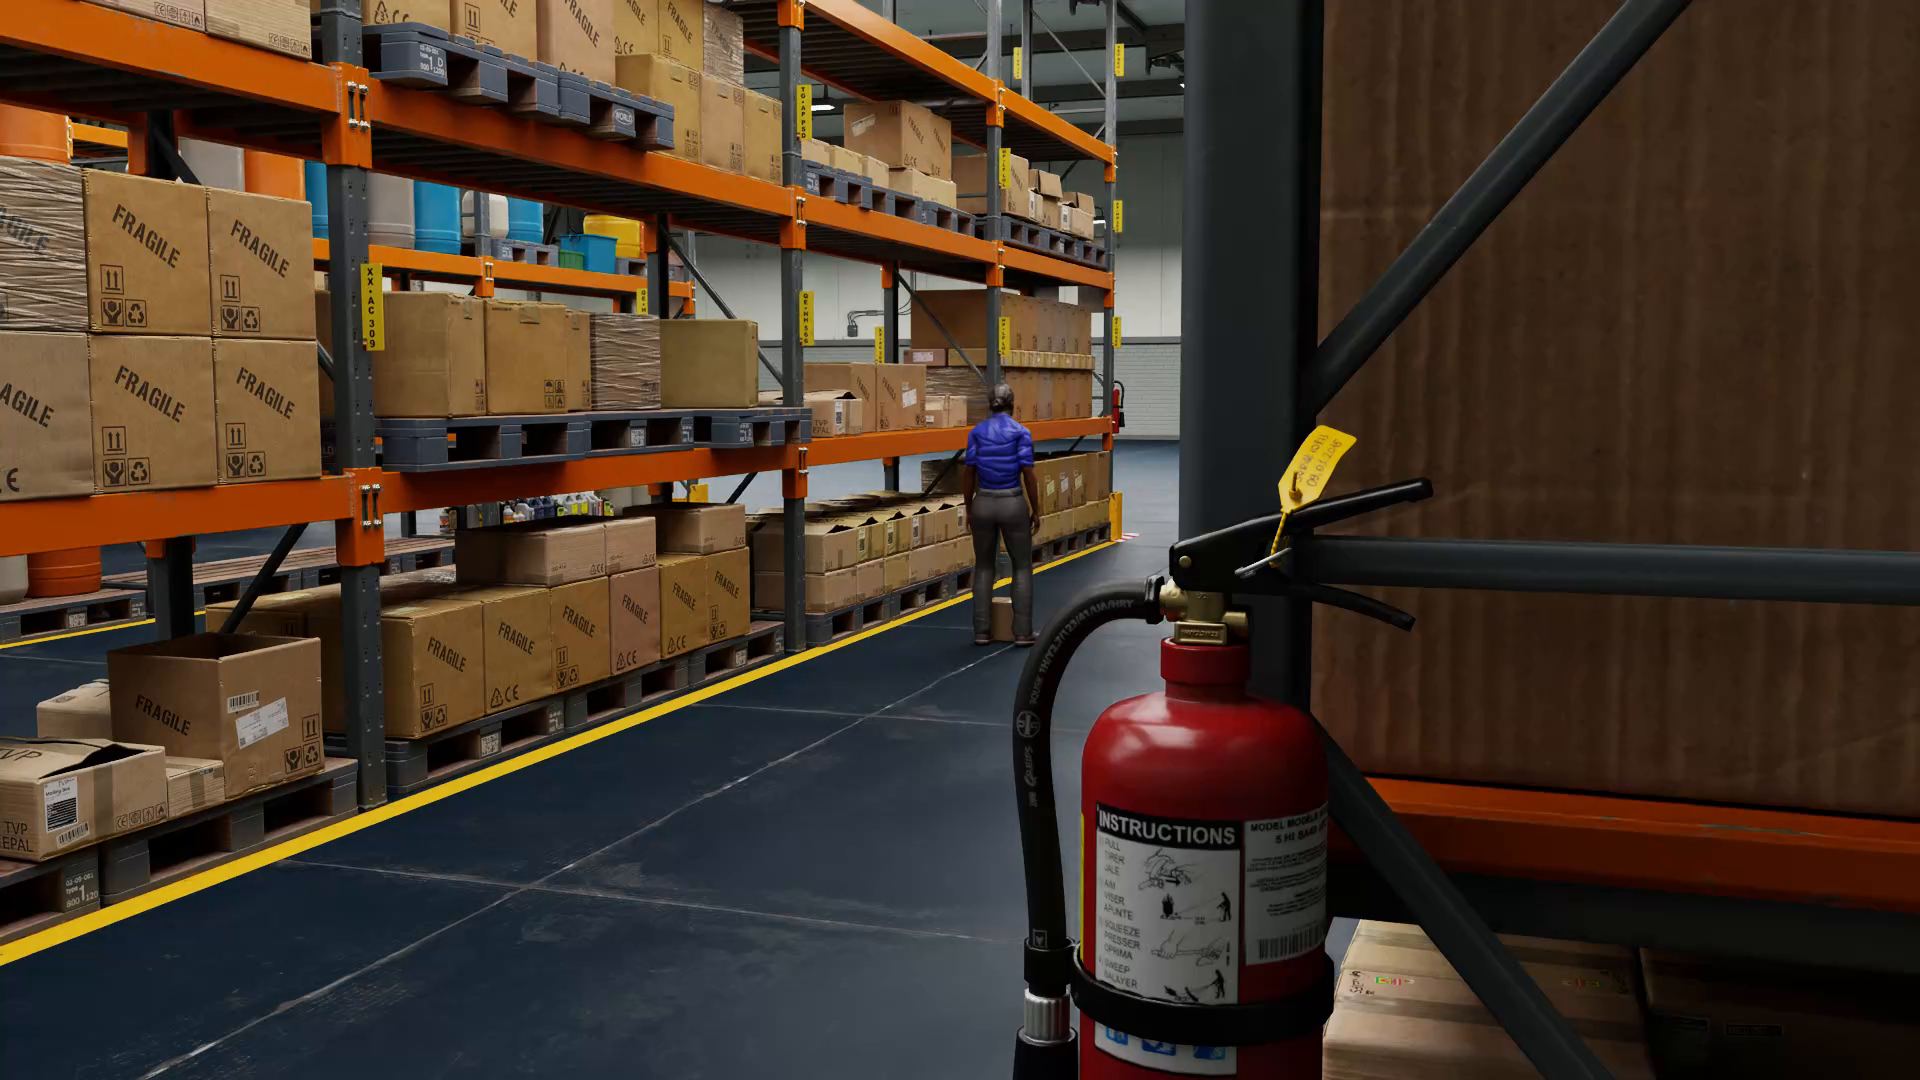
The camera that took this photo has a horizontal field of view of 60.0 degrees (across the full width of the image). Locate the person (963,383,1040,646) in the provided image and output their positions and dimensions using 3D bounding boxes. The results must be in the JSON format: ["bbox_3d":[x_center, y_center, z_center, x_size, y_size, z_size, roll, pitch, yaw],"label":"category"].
[{"bbox_3d":[0.268,-0.163,10.518,0.506,1.655,0.351,2,6,18],"label":"person"}]
